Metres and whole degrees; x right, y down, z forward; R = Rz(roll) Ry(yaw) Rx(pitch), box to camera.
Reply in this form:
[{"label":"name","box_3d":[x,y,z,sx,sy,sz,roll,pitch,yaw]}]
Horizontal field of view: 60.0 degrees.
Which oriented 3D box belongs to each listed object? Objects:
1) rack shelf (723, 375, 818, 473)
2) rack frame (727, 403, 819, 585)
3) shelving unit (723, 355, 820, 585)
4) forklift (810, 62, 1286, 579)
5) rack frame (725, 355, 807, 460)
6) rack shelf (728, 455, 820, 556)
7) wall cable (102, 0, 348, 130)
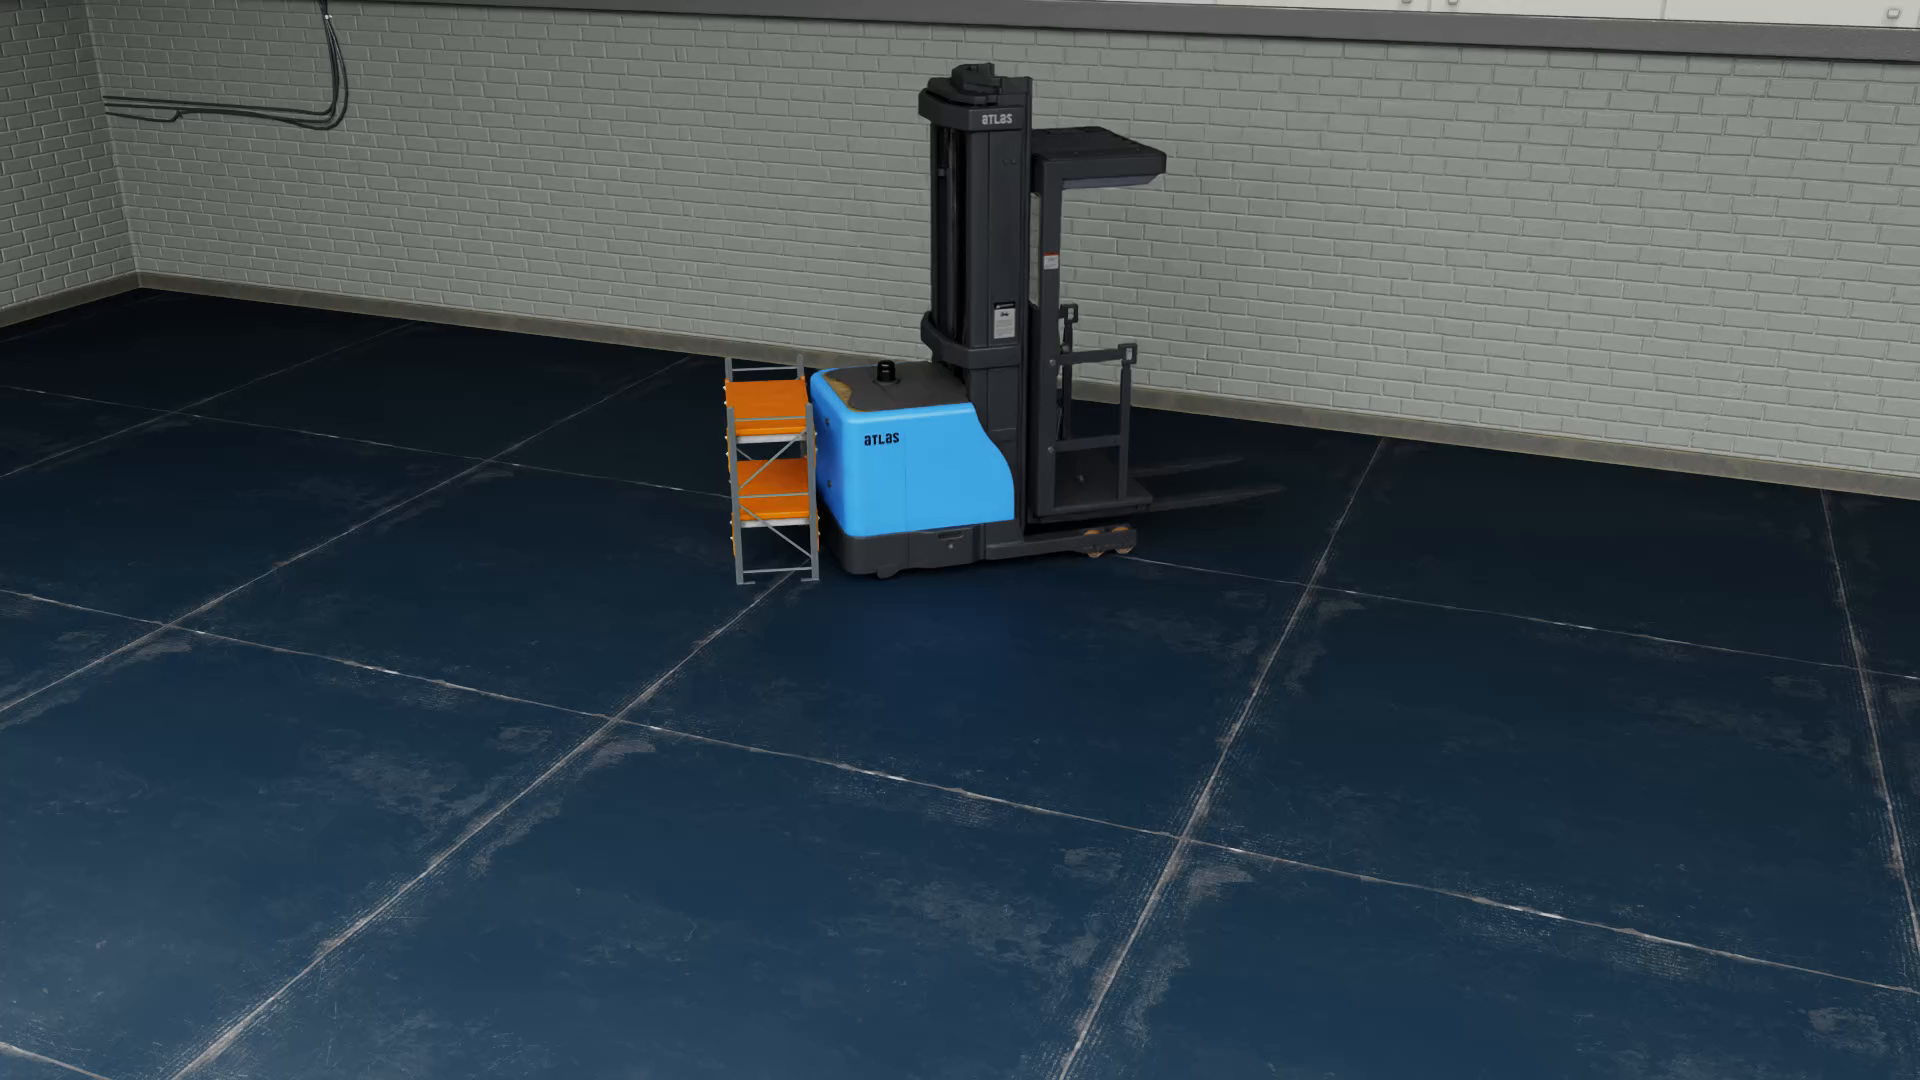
[{"label":"rack shelf","box_3d":[-1.182,-0.729,10.276,0.538,0.278,1.000,-3,23,-7]},{"label":"rack frame","box_3d":[-1.110,-0.265,9.925,0.500,1.125,0.032,-3,23,-7]},{"label":"shelving unit","box_3d":[-1.182,-0.459,10.389,0.538,1.125,1.048,-3,23,-7]},{"label":"forklift","box_3d":[0.612,-1.434,10.380,3.031,2.935,1.130,-7,24,-16]},{"label":"rack frame","box_3d":[-1.253,-0.653,10.854,0.500,1.125,0.032,-3,23,-7]},{"label":"rack shelf","box_3d":[-1.182,-0.233,10.484,0.538,0.278,1.000,-3,23,-7]},{"label":"wall cable","box_3d":[-6.995,-5.071,15.244,3.097,2.526,0.112,9,24,20]}]
